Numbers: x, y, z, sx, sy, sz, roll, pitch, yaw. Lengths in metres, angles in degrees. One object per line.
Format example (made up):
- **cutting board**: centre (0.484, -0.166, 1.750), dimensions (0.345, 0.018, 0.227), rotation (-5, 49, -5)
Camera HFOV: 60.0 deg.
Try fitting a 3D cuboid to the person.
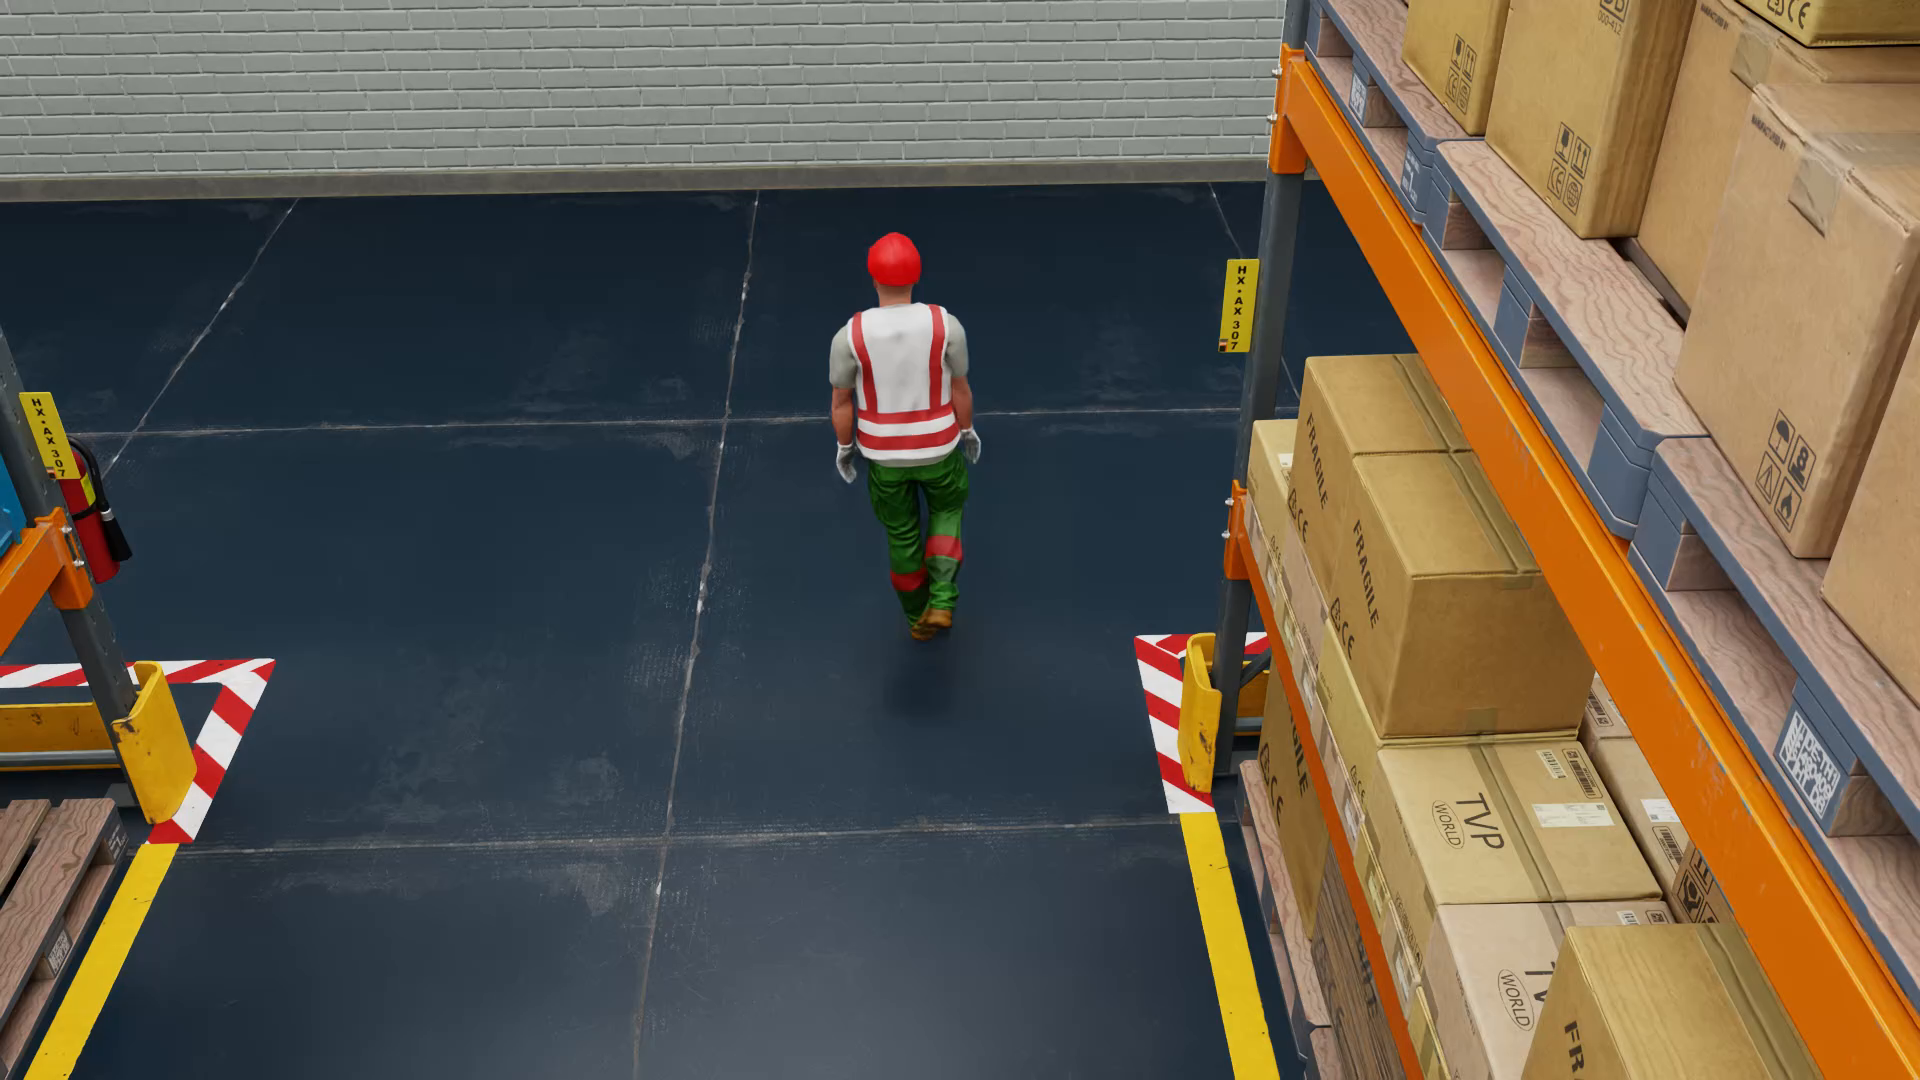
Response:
- **person**: centre (-0.207, -0.330, 6.570), dimensions (0.593, 1.784, 0.556), rotation (-1, 35, -1)
